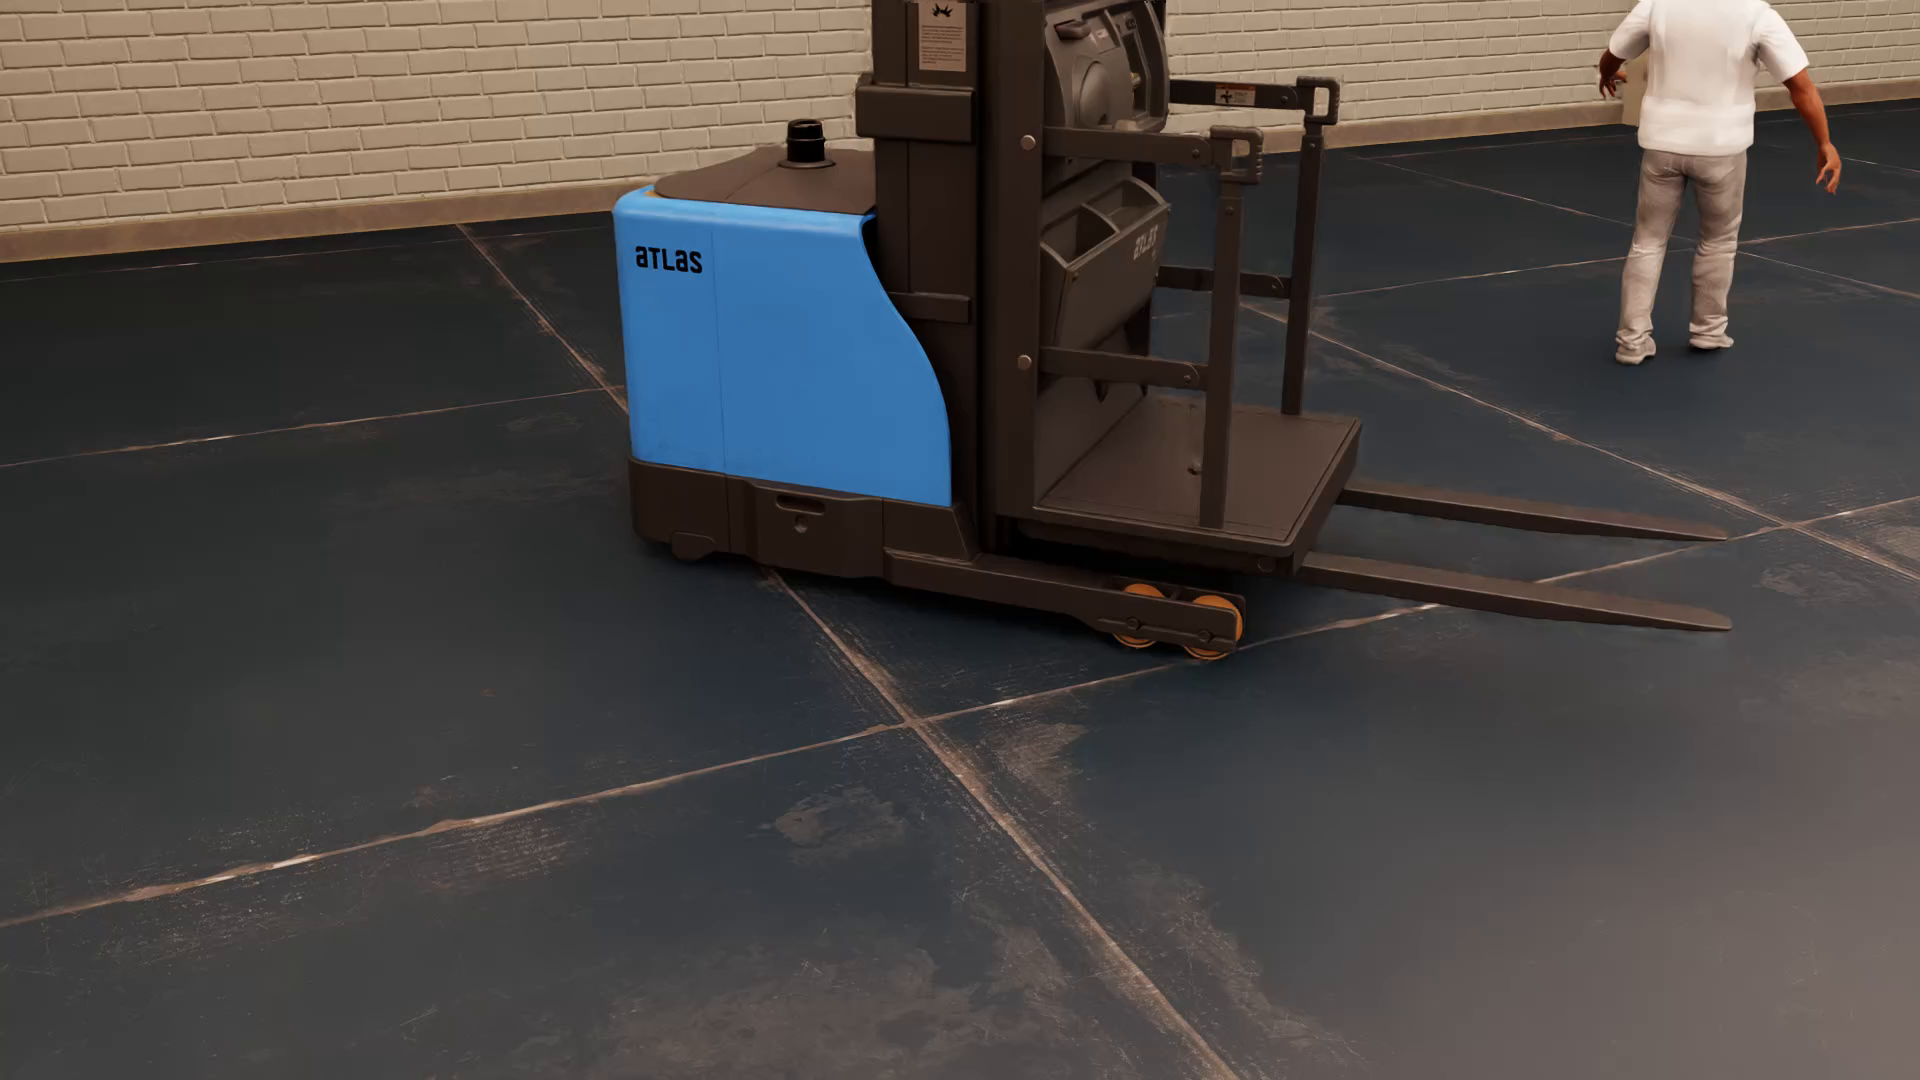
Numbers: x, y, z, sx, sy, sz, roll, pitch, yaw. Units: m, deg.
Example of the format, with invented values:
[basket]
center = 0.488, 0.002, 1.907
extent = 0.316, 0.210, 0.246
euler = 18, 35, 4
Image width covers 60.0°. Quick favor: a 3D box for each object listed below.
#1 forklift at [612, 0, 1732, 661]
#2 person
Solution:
[forklift]
center = 0.583, -1.270, 4.344
extent = 3.031, 2.935, 1.130
euler = 9, 24, 20
[person]
center = 3.017, -1.586, 6.697
extent = 1.052, 1.765, 0.705
euler = 16, 28, 34
